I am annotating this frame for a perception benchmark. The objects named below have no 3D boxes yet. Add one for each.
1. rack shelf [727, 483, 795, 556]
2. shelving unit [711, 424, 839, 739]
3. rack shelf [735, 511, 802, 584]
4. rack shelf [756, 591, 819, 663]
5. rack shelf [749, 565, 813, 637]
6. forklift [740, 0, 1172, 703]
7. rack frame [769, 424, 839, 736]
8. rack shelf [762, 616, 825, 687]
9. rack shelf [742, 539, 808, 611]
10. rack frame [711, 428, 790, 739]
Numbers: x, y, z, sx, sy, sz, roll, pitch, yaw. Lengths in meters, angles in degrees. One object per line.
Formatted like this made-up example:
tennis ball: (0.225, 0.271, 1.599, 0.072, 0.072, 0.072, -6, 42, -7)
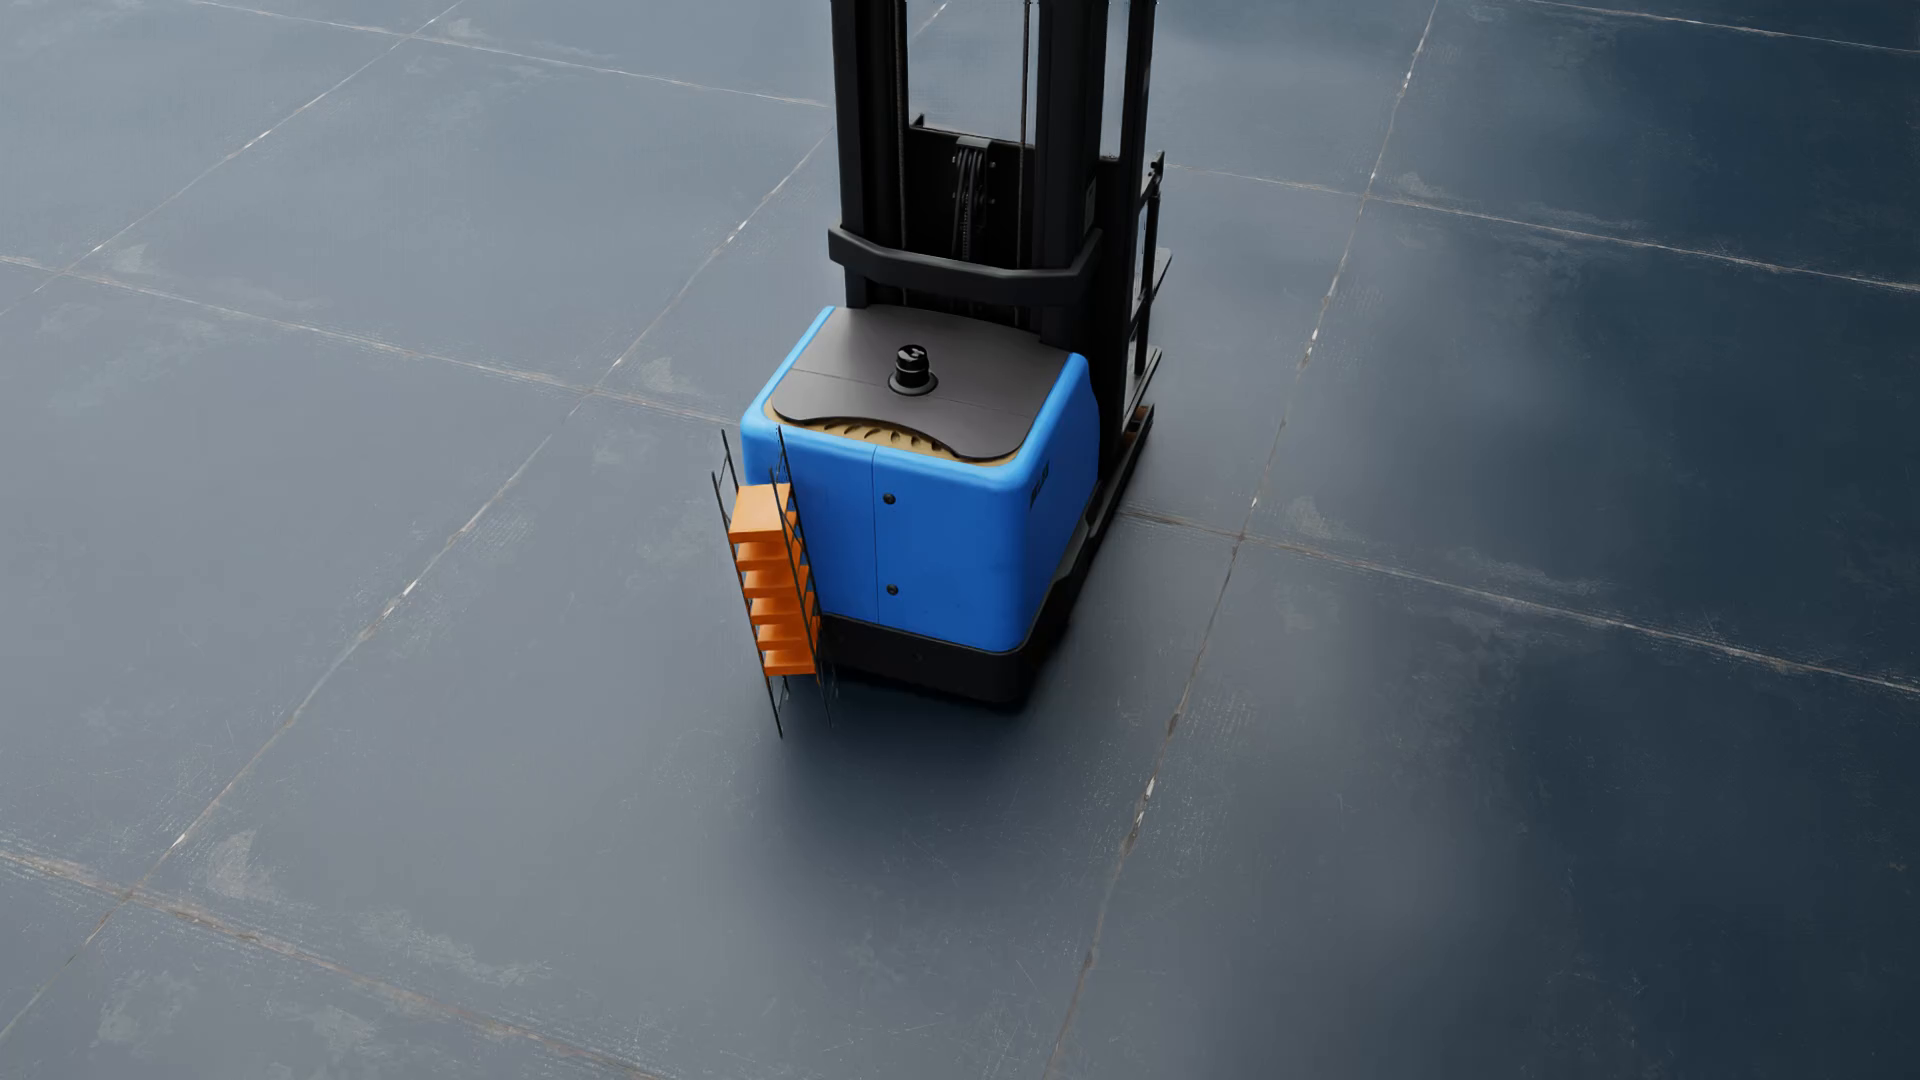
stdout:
rack shelf: (-0.642, -0.071, 5.414, 0.180, 0.103, 0.258, -4, 40, 6)
shelving unit: (-0.607, 0.169, 5.616, 0.189, 1.200, 0.258, -4, 40, 6)
rack shelf: (-0.629, 0.020, 5.491, 0.180, 0.103, 0.258, -4, 40, 6)
rack shelf: (-0.589, 0.294, 5.721, 0.180, 0.103, 0.258, -4, 40, 6)
rack shelf: (-0.602, 0.202, 5.645, 0.180, 0.103, 0.258, -4, 40, 6)
forklift: (0.206, -1.498, 6.248, 1.130, 2.935, 3.031, 13, 42, 15)
rack frame: (-0.517, 0.163, 5.607, 0.006, 1.200, 0.240, -4, 40, 6)
rack shelf: (-0.576, 0.385, 5.798, 0.180, 0.103, 0.258, -4, 40, 6)
rack shelf: (-0.616, 0.111, 5.568, 0.180, 0.103, 0.258, -4, 40, 6)
rack frame: (-0.698, 0.174, 5.625, 0.006, 1.200, 0.240, -4, 40, 6)
